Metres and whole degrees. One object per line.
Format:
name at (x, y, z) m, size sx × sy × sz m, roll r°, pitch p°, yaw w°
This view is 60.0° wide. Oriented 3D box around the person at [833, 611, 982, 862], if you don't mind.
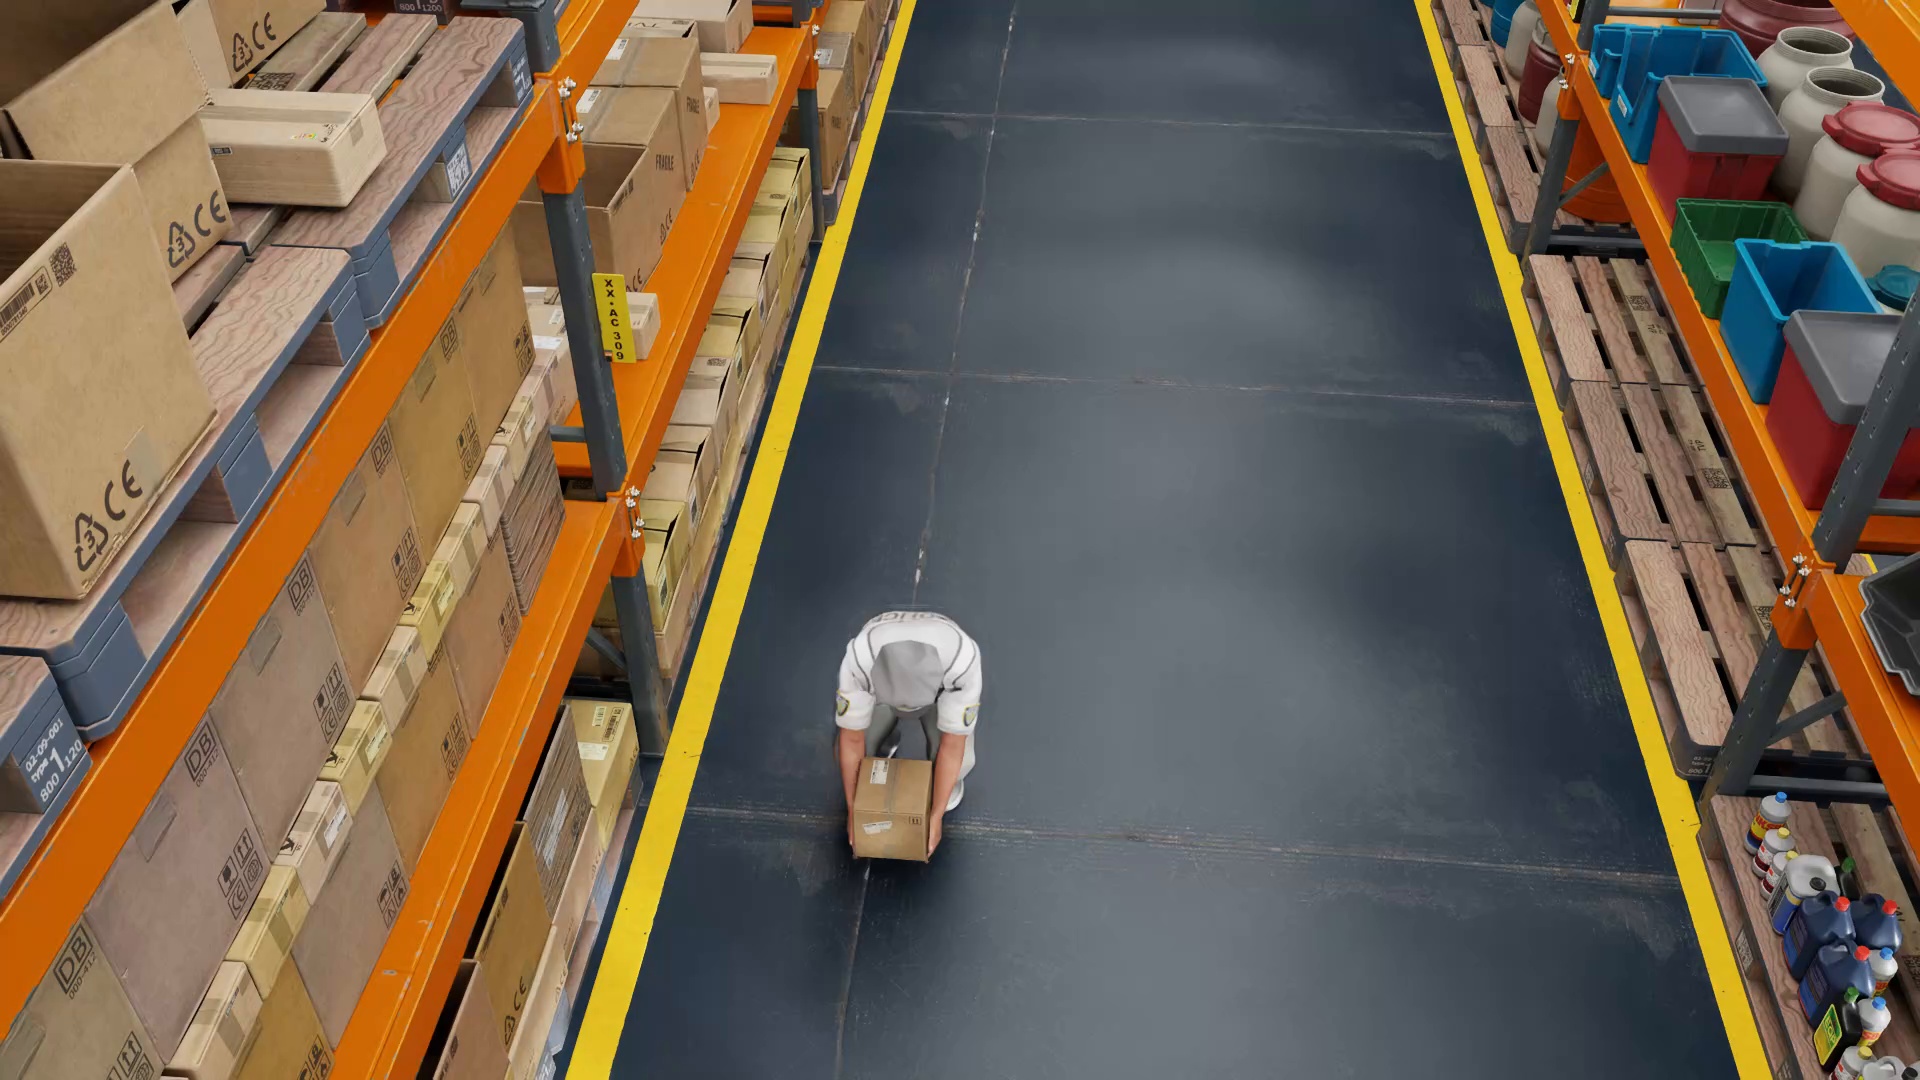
person at (-0.185, 0.606, 6.032) m, size 0.542 × 0.991 × 0.904 m, roll 5°, pitch 40°, yaw 6°
